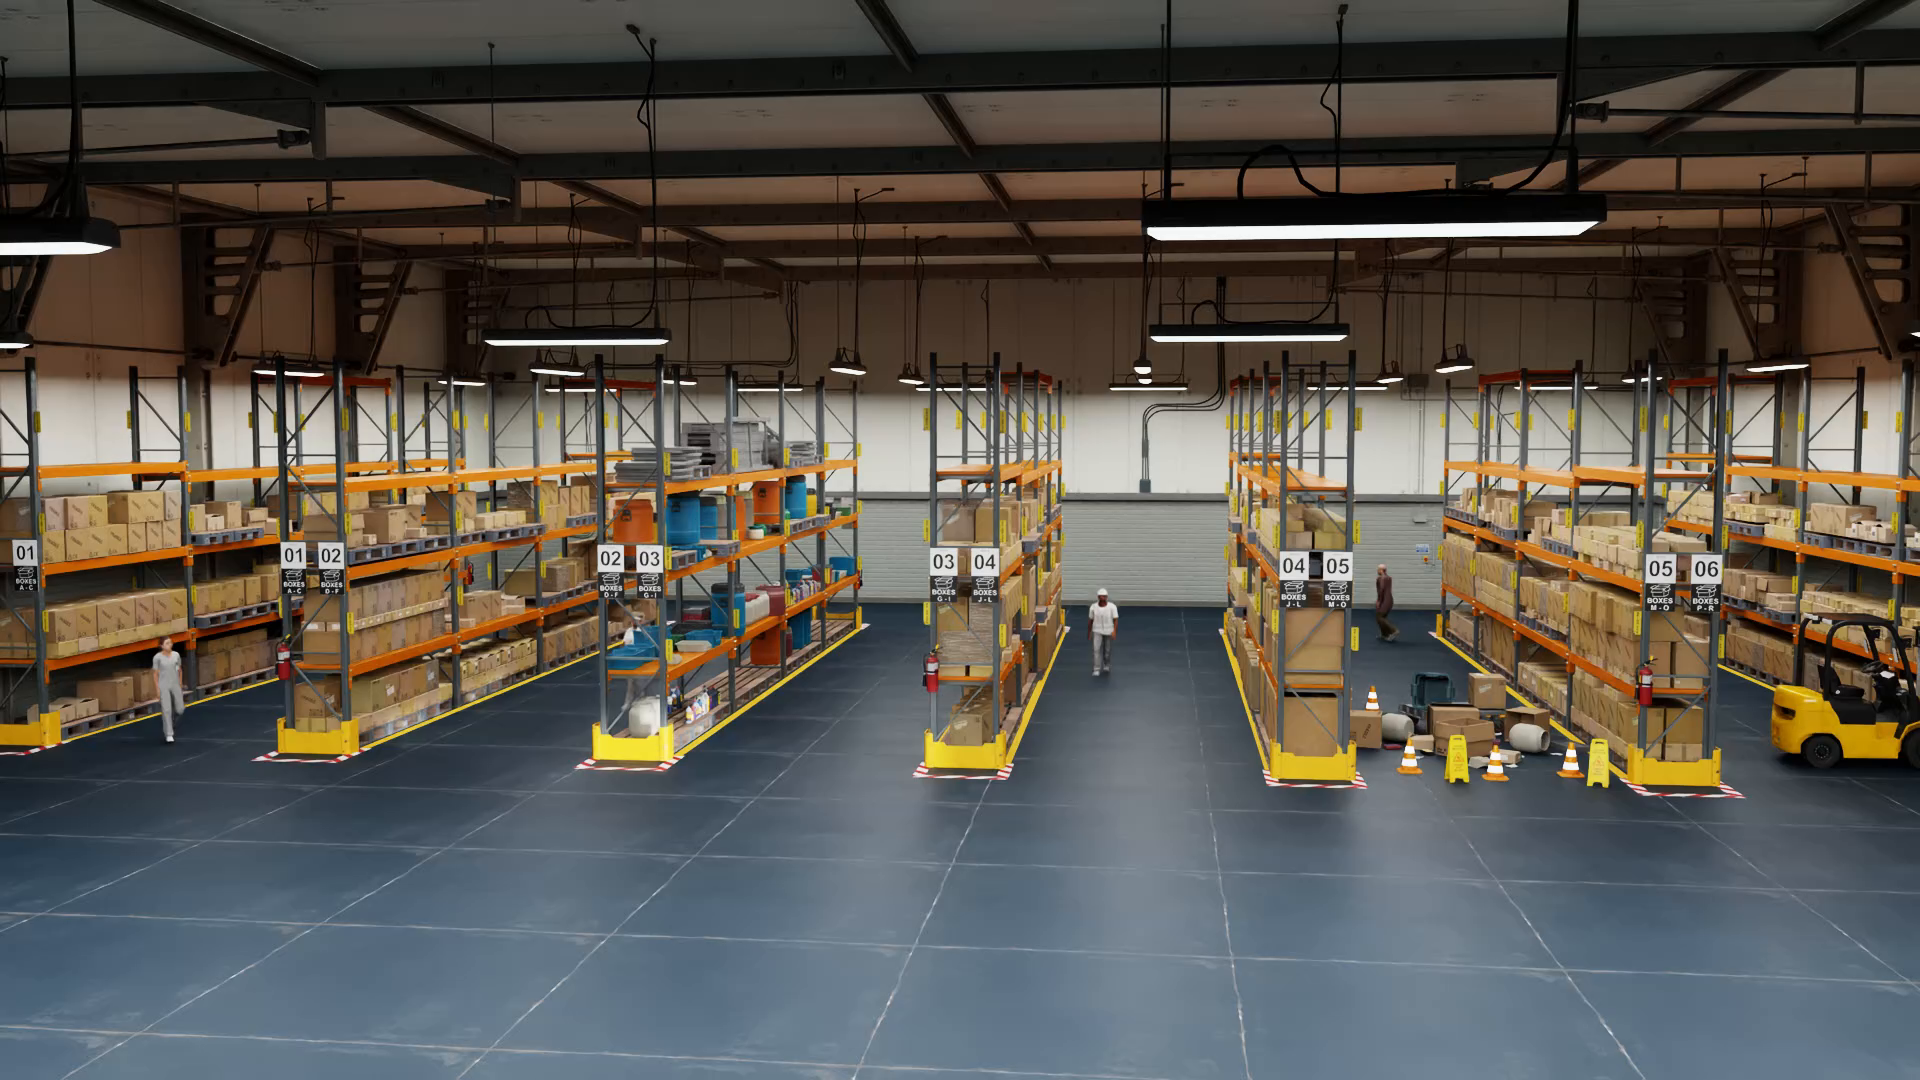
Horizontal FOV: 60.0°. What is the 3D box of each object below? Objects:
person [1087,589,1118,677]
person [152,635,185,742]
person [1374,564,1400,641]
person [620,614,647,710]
[{"bbox_3d":[2.814,1.810,32.733,0.601,1.697,1.092,0,4,3],"label":"person"},{"bbox_3d":[-12.441,2.311,26.091,0.450,1.654,0.611,-3,5,-41],"label":"person"},{"bbox_3d":[9.779,1.436,38.076,0.663,1.756,0.674,3,5,37],"label":"person"},{"bbox_3d":[-5.747,2.118,29.296,0.532,1.675,0.763,2,4,23],"label":"person"}]
